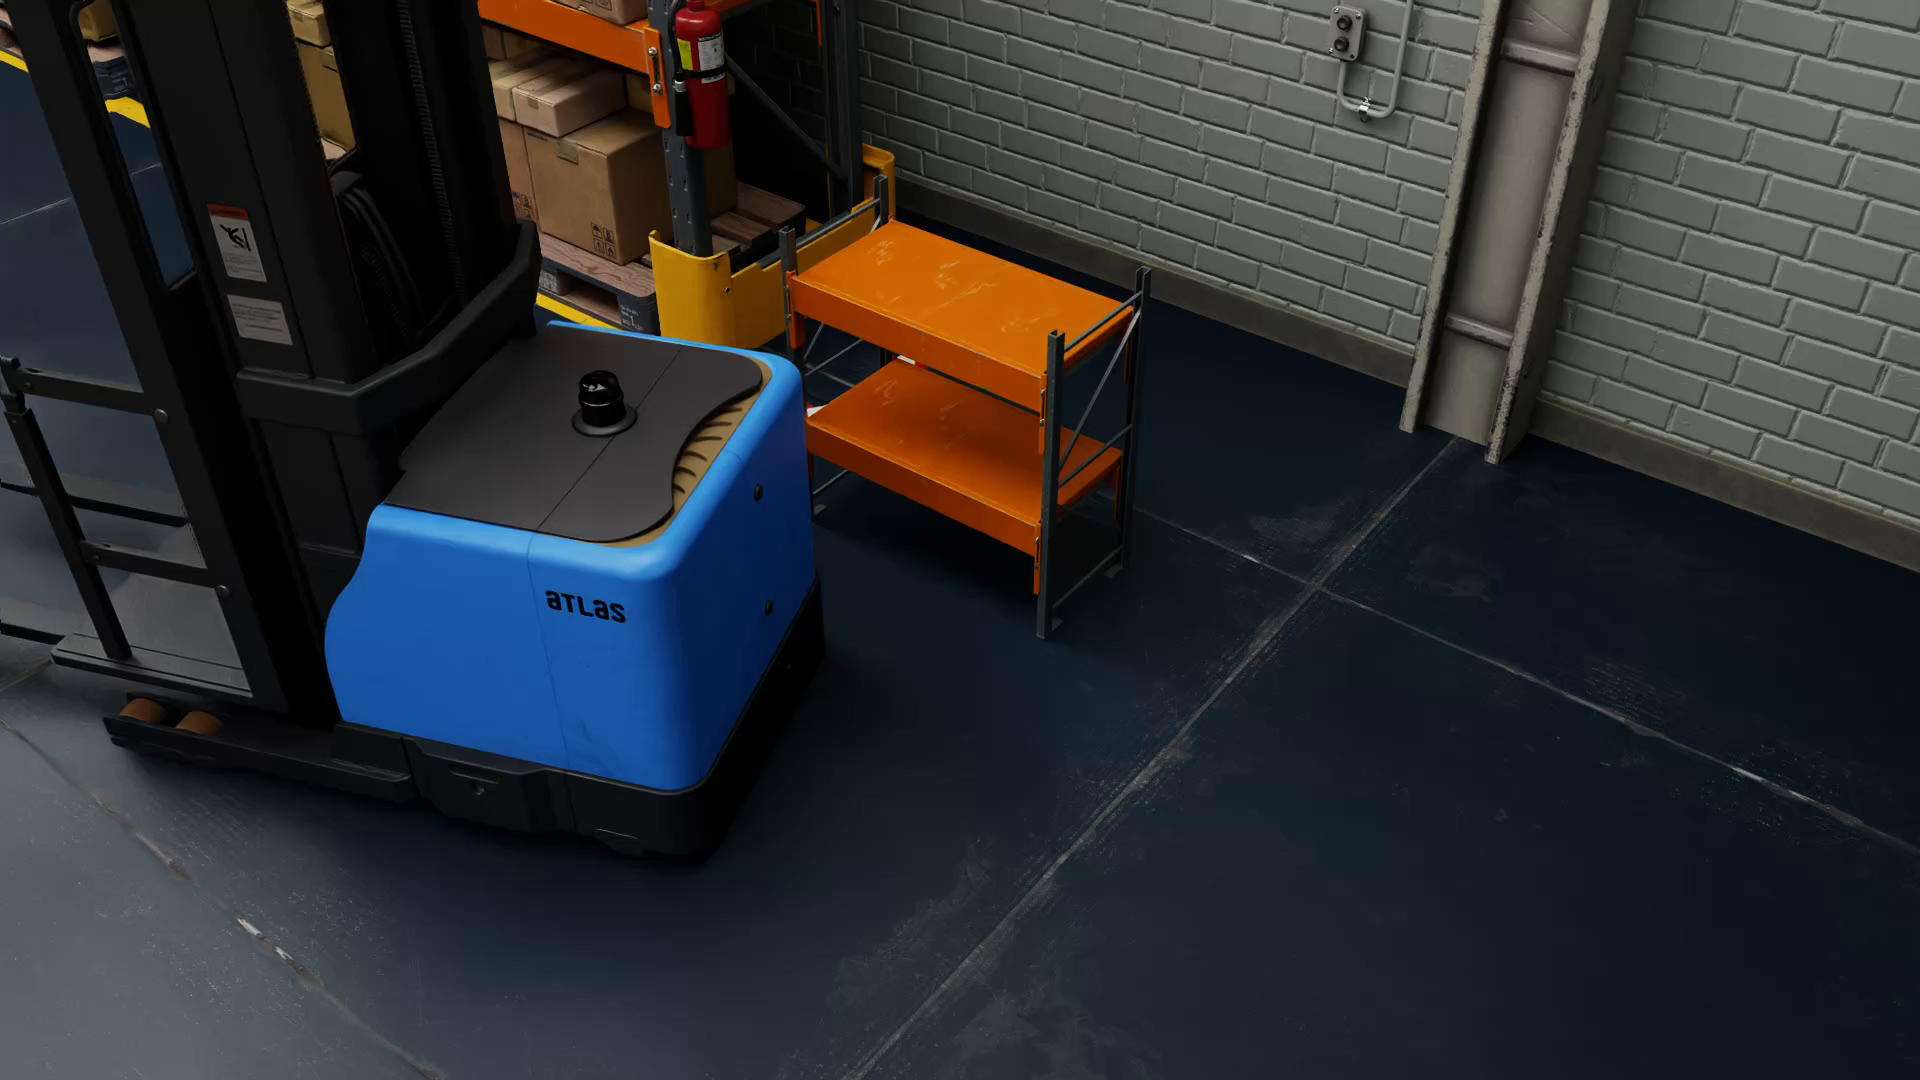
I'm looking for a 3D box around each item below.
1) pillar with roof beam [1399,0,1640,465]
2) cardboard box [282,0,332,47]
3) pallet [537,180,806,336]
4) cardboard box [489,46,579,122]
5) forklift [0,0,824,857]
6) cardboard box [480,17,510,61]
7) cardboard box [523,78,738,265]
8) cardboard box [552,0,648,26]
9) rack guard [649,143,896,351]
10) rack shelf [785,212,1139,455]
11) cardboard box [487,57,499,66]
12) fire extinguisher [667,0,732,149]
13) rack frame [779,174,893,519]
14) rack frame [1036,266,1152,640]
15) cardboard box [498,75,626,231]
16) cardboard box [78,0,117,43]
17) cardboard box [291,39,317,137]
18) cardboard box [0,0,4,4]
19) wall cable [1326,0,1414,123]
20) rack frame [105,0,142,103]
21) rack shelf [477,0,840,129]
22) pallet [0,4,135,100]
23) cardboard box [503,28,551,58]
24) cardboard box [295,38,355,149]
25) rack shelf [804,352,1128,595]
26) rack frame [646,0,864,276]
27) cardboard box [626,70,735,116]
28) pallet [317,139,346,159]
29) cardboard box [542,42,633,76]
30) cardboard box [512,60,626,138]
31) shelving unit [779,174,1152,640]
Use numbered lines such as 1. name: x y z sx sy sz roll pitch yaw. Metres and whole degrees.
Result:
1. pillar with roof beam: -0.706 -1.859 0.825 0.400 9.000 9.100 25 45 29
2. cardboard box: -2.830 -2.384 7.522 0.250 0.149 0.380 24 44 27
3. pallet: -1.443 -1.355 7.310 1.213 0.211 1.003 25 45 29
4. cardboard box: -1.793 -1.896 6.900 0.250 0.149 0.380 26 45 30
5. forklift: -2.005 -0.788 4.379 3.031 2.935 1.130 10 39 12
6. cardboard box: -1.960 -2.271 7.379 0.250 0.149 0.380 26 45 29
7. cardboard box: -1.377 -1.587 7.030 0.500 0.500 0.700 25 45 29
8. cardboard box: -1.172 -2.497 6.262 0.700 0.700 0.980 27 46 30
9. rack guard: -0.741 -1.199 6.876 0.348 0.500 1.175 25 45 29
10. rack shelf: 0.005 -0.671 5.220 1.000 0.278 0.538 25 45 29
11. cardboard box: -2.175 -1.962 7.510 0.500 0.500 0.700 24 44 27
12. fire extinguisher: -0.921 -1.733 5.895 0.183 0.674 0.296 25 45 29
13. rack frame: -0.398 -0.631 5.643 0.032 1.125 0.500 25 45 29
14. rack frame: 0.409 -0.250 5.157 0.032 1.125 0.500 25 45 29
15. cardboard box: -1.775 -1.774 7.270 0.500 0.500 0.700 25 45 28
16. cardboard box: -4.533 -3.189 8.793 0.750 0.750 0.750 26 45 29
17. cardboard box: -3.009 -2.351 8.007 0.500 0.500 0.700 25 44 28
18. cardboard box: -5.241 -3.521 9.217 0.750 0.750 0.750 27 45 30
19. wall cable: 0.831 -2.576 5.783 1.851 1.984 0.084 25 45 29
20. rack frame: -3.938 -3.690 8.030 0.127 3.000 1.000 25 45 29
21. rack shelf: -2.349 -2.658 7.295 4.000 0.370 1.077 25 45 29
22. pallet: -4.596 -2.844 9.212 1.213 0.211 1.003 25 45 29
23. cardboard box: -1.758 -2.176 7.257 0.250 0.149 0.380 26 45 29
24. cardboard box: -2.602 -2.158 7.760 0.500 0.500 0.700 26 45 30
25. rack shelf: 0.005 -0.248 5.551 1.000 0.278 0.538 25 45 29
26. rack frame: -0.760 -2.192 6.117 0.127 3.000 1.000 25 45 29
27. cardboard box: -1.156 -1.893 6.896 0.250 0.149 0.380 26 45 29
28. pallet: -2.408 -1.813 7.894 1.213 0.211 1.003 25 45 29
29. cardboard box: -1.559 -2.082 7.137 0.250 0.149 0.380 25 45 29
30. cardboard box: -1.590 -1.801 6.778 0.250 0.149 0.380 25 44 28
31. shelving unit: 0.005 -0.440 5.400 1.048 1.125 0.538 25 45 29
